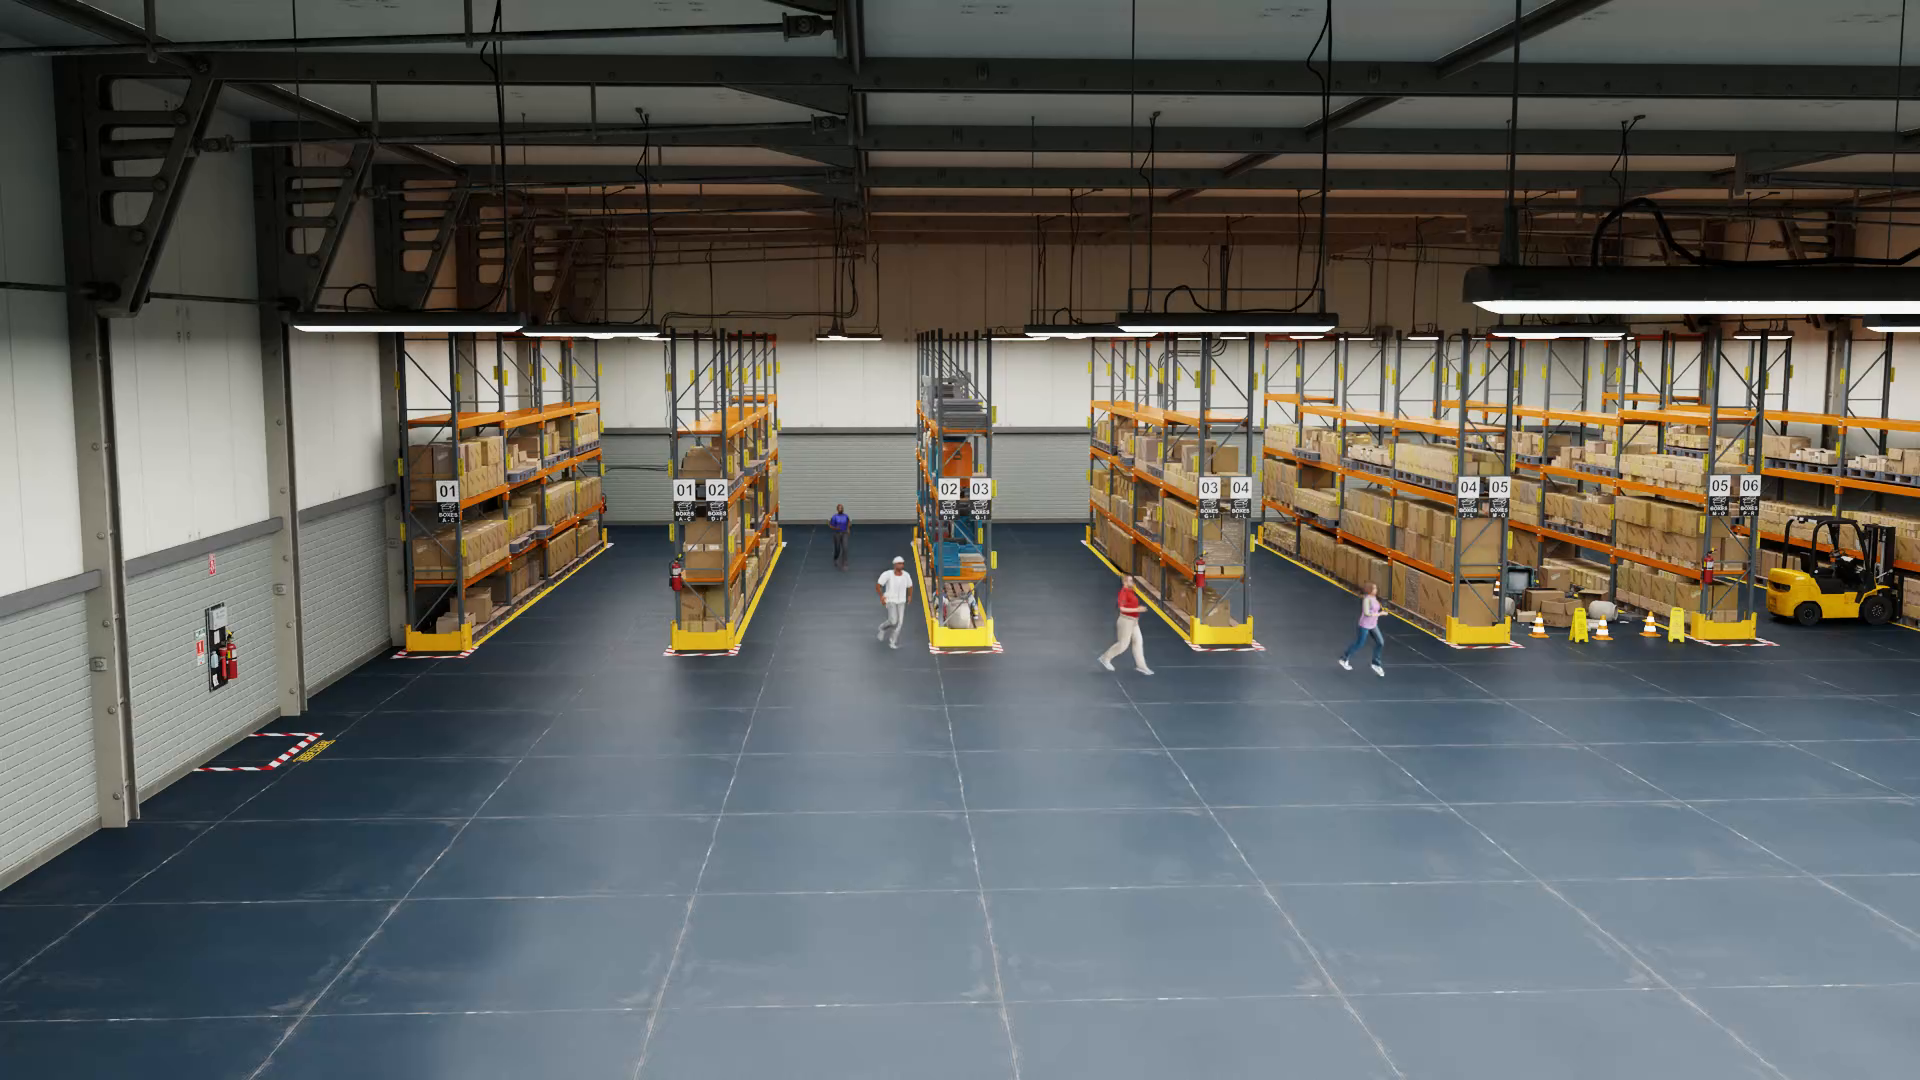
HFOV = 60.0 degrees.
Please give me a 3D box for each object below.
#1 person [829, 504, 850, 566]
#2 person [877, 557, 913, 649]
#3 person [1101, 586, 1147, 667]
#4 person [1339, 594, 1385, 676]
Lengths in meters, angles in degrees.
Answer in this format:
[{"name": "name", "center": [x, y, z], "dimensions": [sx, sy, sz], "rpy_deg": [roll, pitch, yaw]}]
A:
[{"name": "person", "center": [-3.041, -0.132, 42.264], "dimensions": [0.581, 1.564, 0.772], "rpy_deg": [-2, 7, -17]}, {"name": "person", "center": [-1.222, 1.177, 31.584], "dimensions": [0.689, 1.749, 0.520], "rpy_deg": [-4, 8, -29]}, {"name": "person", "center": [2.839, 1.507, 28.793], "dimensions": [0.776, 1.418, 0.636], "rpy_deg": [3, 7, 22]}, {"name": "person", "center": [7.027, 1.635, 28.945], "dimensions": [0.780, 1.416, 0.547], "rpy_deg": [5, 9, 38]}]
